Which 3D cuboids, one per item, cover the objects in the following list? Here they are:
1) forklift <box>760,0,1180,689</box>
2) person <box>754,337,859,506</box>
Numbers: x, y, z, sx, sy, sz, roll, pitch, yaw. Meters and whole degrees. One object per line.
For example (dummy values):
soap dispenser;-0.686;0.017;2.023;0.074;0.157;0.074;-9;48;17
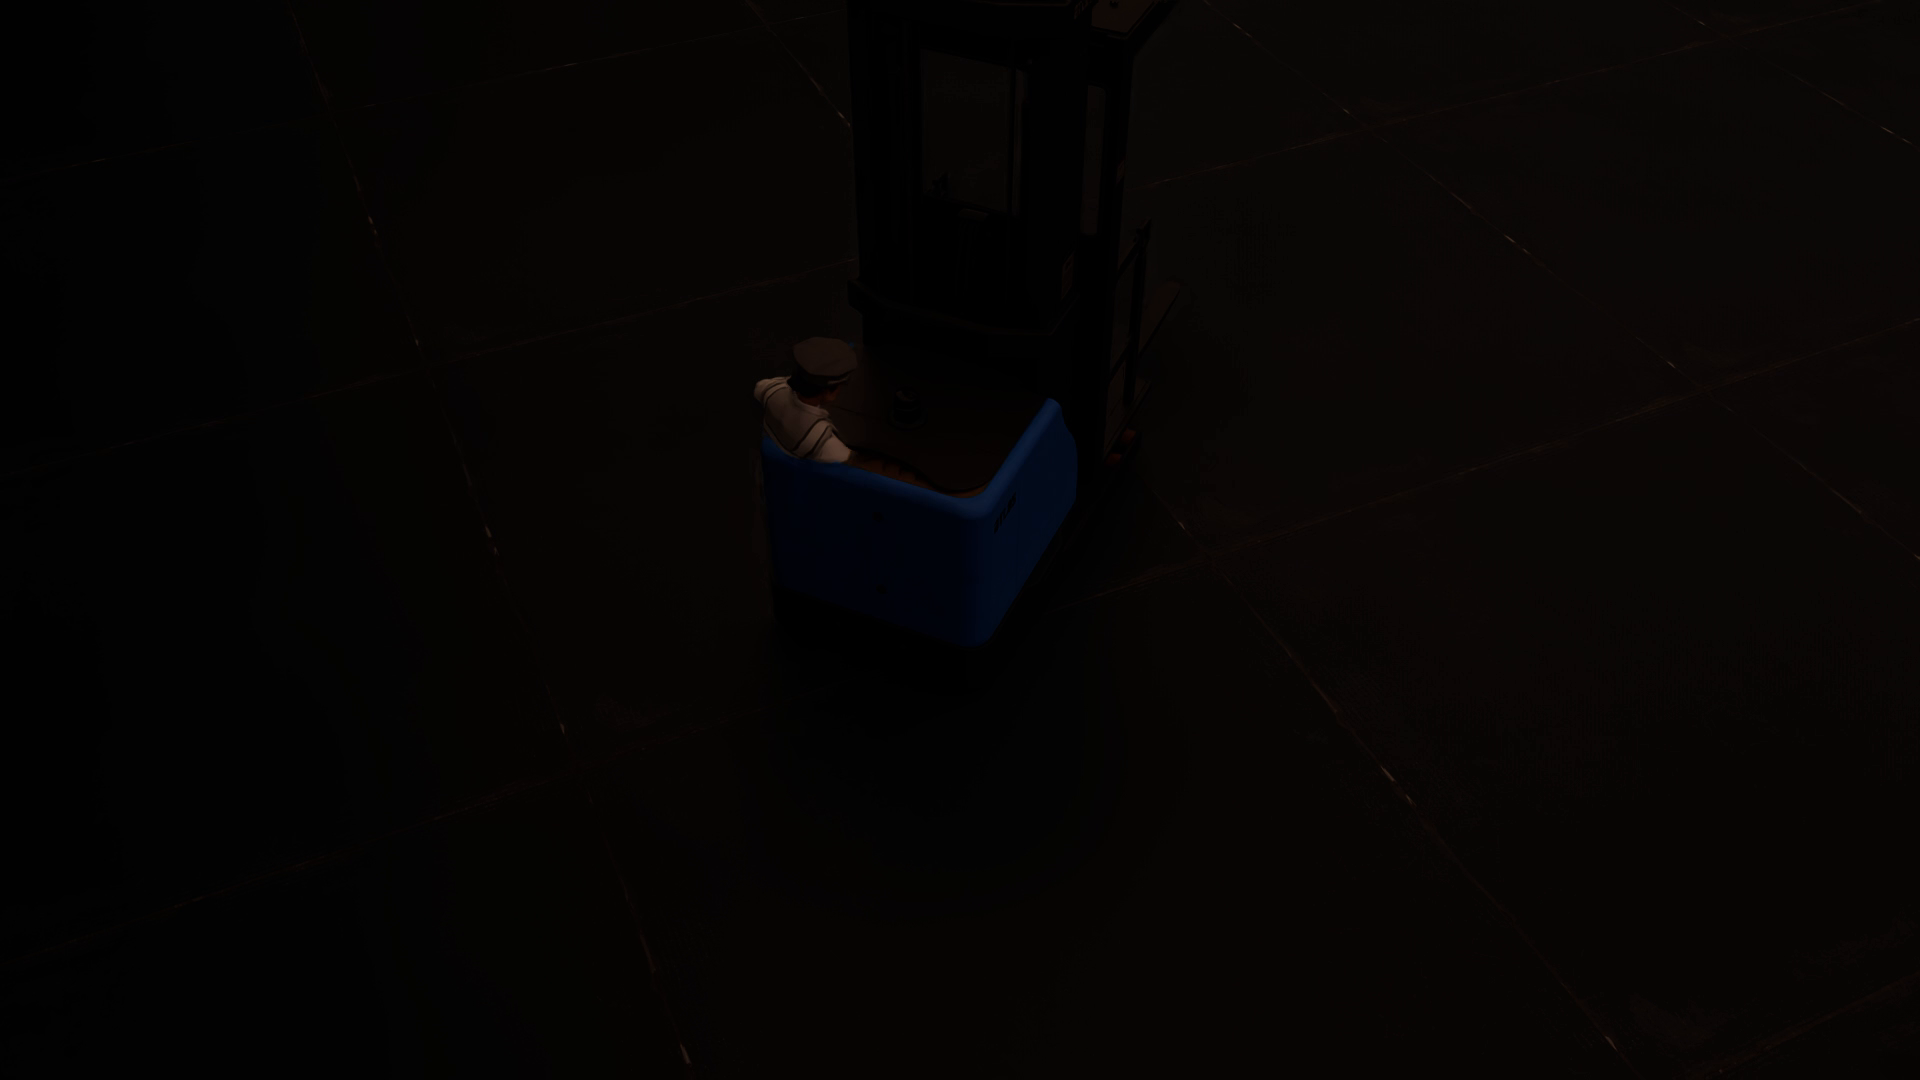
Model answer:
forklift;0.252;-1.451;7.235;1.130;2.935;3.031;17;46;18
person;-0.496;-0.294;7.050;0.711;1.443;0.890;-26;49;-25
